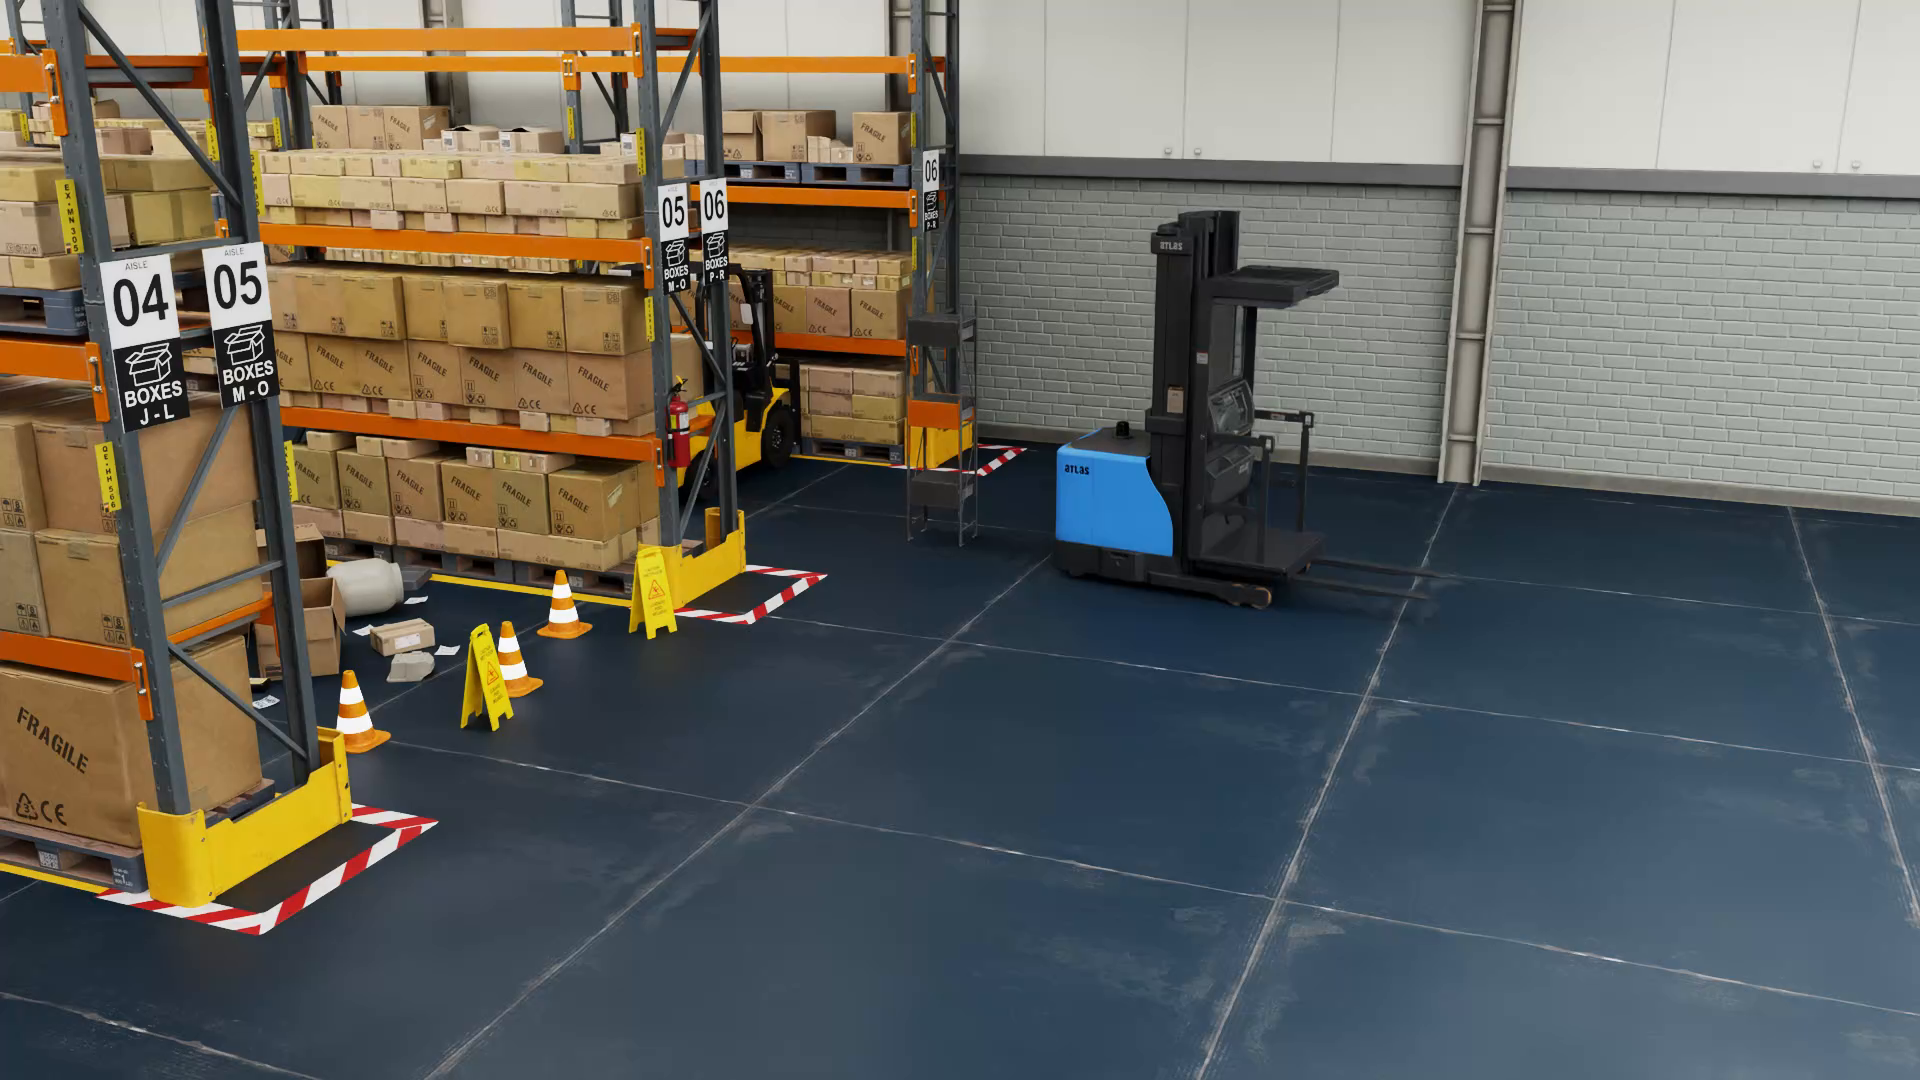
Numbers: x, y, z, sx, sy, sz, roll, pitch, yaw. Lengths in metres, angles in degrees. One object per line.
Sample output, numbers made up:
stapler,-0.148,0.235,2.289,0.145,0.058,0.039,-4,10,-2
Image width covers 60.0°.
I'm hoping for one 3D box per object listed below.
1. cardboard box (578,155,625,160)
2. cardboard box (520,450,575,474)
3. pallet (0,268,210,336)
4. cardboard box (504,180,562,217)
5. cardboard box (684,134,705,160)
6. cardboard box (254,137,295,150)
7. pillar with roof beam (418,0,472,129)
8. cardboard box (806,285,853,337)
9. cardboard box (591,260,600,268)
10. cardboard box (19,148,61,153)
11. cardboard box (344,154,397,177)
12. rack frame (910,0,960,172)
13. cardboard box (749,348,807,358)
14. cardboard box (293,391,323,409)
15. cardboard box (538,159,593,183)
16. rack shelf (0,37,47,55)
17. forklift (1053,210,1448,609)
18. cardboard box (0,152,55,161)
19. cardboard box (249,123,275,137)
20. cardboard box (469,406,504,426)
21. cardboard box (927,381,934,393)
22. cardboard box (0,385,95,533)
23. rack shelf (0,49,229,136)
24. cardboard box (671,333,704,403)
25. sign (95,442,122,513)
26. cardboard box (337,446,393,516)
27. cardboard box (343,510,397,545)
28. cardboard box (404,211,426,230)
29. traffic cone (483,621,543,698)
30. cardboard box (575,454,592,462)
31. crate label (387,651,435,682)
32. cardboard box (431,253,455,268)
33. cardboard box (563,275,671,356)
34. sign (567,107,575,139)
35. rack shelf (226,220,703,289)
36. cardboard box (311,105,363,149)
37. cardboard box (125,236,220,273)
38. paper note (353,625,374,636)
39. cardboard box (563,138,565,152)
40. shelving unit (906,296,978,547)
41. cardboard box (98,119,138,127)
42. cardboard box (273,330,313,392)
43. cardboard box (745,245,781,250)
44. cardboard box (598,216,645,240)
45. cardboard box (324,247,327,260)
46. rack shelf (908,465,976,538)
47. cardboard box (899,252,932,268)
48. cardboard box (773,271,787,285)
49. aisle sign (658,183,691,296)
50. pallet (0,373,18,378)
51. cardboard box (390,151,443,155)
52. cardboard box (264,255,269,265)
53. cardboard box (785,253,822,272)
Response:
cardboard box,-2.767,-2.914,12.970,0.250,0.149,0.380,6,17,21
cardboard box,-3.269,-0.646,13.187,0.250,0.149,0.380,7,18,22
pallet,-4.478,-1.235,8.327,1.213,0.211,1.003,6,17,21
cardboard box,-3.099,-2.607,12.630,0.500,0.250,0.500,6,17,20
cardboard box,-2.695,-4.150,17.518,0.258,0.266,0.396,6,17,19
cardboard box,-8.104,-4.698,19.650,0.250,0.149,0.380,7,17,22
pillar with roof beam,-7.722,-5.029,15.857,0.400,9.000,9.100,6,17,21
cardboard box,-1.277,-2.432,17.490,0.500,0.500,0.500,7,18,22
cardboard box,-4.213,-3.206,18.995,0.250,0.149,0.380,6,17,19
cardboard box,-8.074,-3.218,14.813,0.637,0.503,0.797,6,17,21
cardboard box,-4.630,-2.959,13.126,0.250,0.149,0.380,6,17,19
rack frame,-0.244,-5.227,16.538,0.127,3.000,1.000,6,17,21
cardboard box,-2.023,-1.964,18.444,0.500,0.250,0.500,6,17,20
cardboard box,-5.353,-1.219,13.943,0.250,0.149,0.380,7,18,22
cardboard box,-2.954,-2.777,12.498,0.250,0.149,0.380,6,17,20
rack shelf,-13.267,-6.312,21.572,4.000,0.370,1.077,6,17,21
forklift,2.312,-1.043,13.010,3.031,2.935,1.130,9,18,27
cardboard box,-4.923,-1.938,8.675,0.250,0.149,0.380,6,17,20
cardboard box,-8.114,-4.826,19.556,0.250,0.149,0.380,7,18,22
cardboard box,-3.703,-1.033,13.303,0.250,0.149,0.380,6,17,20
cardboard box,-0.605,-1.569,17.981,0.500,0.250,0.500,7,17,22
cardboard box,-4.660,-0.435,8.586,0.550,0.550,0.875,6,17,21
rack shelf,-5.644,-2.312,8.505,4.000,0.370,1.077,6,17,21
cardboard box,-2.400,-1.370,13.298,0.500,0.500,0.500,6,17,20
sign,-3.996,-0.295,7.807,0.005,0.325,0.100,6,17,21
cardboard box,-4.830,-0.527,13.941,0.500,0.500,0.500,7,18,23
cardboard box,-4.832,-0.167,14.046,0.500,0.250,0.500,7,18,24
cardboard box,-4.146,-2.534,13.091,0.250,0.149,0.380,6,17,21
traffic cone,-3.026,0.773,11.180,0.334,0.463,0.336,6,17,21
cardboard box,-3.221,-0.508,13.878,0.500,0.500,0.500,6,17,19
crate label,-3.780,0.865,11.447,0.298,0.136,0.250,-2,16,-8
cardboard box,-5.839,-3.222,19.049,0.250,0.149,0.380,6,17,19
cardboard box,-2.617,-1.725,12.729,0.500,0.500,0.700,6,17,19
sign,-4.155,-4.453,17.762,0.005,0.325,0.100,6,17,21
rack shelf,-3.922,-2.358,13.325,4.000,0.370,1.077,6,17,21
cardboard box,-7.101,-4.765,19.216,0.500,0.500,0.500,6,17,21
cardboard box,-3.985,-1.452,8.432,0.250,0.149,0.380,6,17,21
paper note,-4.406,0.667,12.342,0.142,0.019,0.148,14,21,40
cardboard box,-4.682,-4.462,18.803,0.250,0.149,0.380,6,17,21
shelving unit,-0.154,-1.025,14.439,0.503,2.100,0.431,6,17,21
cardboard box,-10.287,-5.065,20.346,0.250,0.149,0.380,7,17,21
cardboard box,-5.475,-1.541,13.889,0.500,0.500,0.500,6,17,20
cardboard box,-2.153,-3.130,18.198,0.250,0.149,0.380,7,18,22
cardboard box,-2.496,-2.342,12.431,0.250,0.149,0.380,6,17,21
cardboard box,-7.497,-3.415,19.714,0.250,0.149,0.380,7,18,22
rack shelf,-0.154,-0.340,14.638,0.480,0.518,0.431,6,17,21
cardboard box,-0.478,-2.938,17.538,0.250,0.149,0.380,6,17,20
cardboard box,-1.871,-2.793,17.572,0.250,0.149,0.380,6,17,21
aisle sign,-2.110,-2.225,12.295,0.004,0.787,0.394,6,17,21
pallet,-8.802,-1.739,15.628,1.003,0.211,1.213,6,17,21
cardboard box,-4.433,-3.092,13.584,0.250,0.149,0.380,6,17,20
cardboard box,-8.786,-3.318,20.238,0.500,0.250,0.500,5,17,18
cardboard box,-1.636,-2.910,17.440,0.250,0.149,0.380,7,18,22
